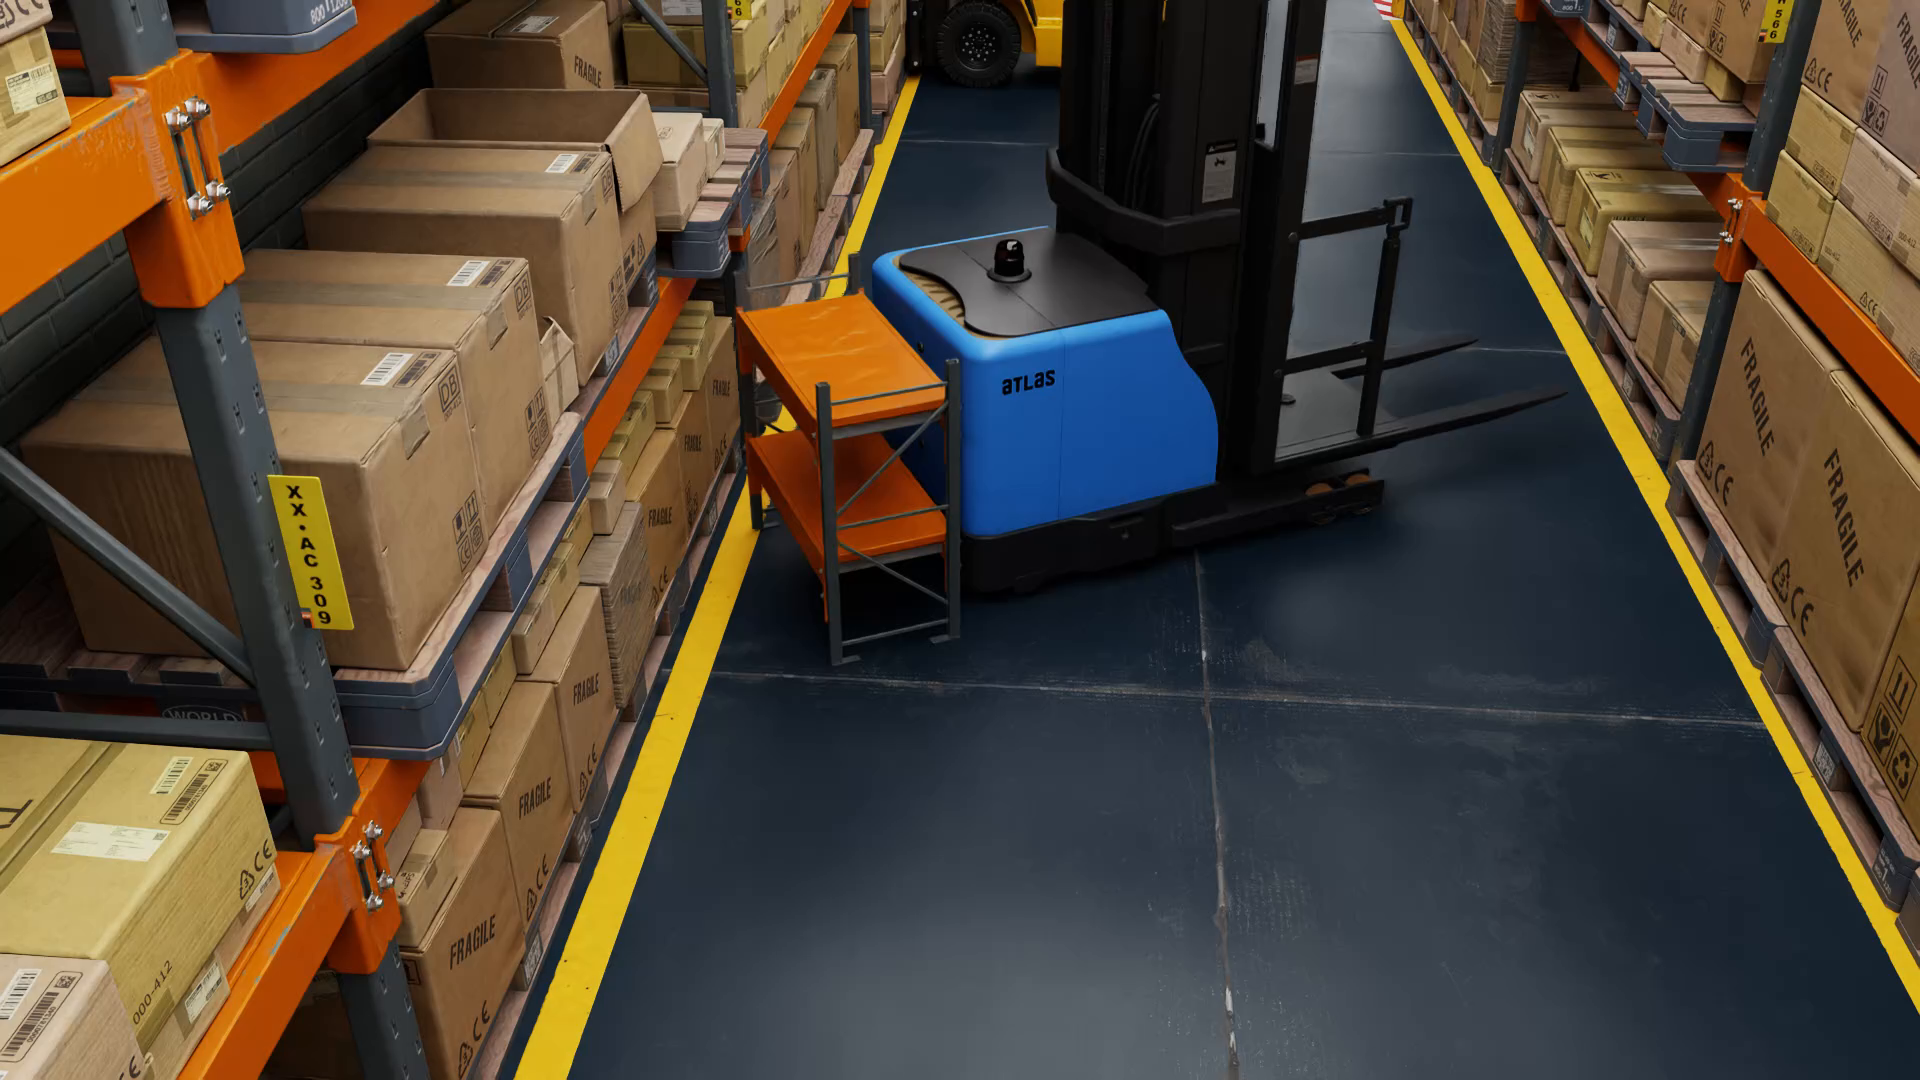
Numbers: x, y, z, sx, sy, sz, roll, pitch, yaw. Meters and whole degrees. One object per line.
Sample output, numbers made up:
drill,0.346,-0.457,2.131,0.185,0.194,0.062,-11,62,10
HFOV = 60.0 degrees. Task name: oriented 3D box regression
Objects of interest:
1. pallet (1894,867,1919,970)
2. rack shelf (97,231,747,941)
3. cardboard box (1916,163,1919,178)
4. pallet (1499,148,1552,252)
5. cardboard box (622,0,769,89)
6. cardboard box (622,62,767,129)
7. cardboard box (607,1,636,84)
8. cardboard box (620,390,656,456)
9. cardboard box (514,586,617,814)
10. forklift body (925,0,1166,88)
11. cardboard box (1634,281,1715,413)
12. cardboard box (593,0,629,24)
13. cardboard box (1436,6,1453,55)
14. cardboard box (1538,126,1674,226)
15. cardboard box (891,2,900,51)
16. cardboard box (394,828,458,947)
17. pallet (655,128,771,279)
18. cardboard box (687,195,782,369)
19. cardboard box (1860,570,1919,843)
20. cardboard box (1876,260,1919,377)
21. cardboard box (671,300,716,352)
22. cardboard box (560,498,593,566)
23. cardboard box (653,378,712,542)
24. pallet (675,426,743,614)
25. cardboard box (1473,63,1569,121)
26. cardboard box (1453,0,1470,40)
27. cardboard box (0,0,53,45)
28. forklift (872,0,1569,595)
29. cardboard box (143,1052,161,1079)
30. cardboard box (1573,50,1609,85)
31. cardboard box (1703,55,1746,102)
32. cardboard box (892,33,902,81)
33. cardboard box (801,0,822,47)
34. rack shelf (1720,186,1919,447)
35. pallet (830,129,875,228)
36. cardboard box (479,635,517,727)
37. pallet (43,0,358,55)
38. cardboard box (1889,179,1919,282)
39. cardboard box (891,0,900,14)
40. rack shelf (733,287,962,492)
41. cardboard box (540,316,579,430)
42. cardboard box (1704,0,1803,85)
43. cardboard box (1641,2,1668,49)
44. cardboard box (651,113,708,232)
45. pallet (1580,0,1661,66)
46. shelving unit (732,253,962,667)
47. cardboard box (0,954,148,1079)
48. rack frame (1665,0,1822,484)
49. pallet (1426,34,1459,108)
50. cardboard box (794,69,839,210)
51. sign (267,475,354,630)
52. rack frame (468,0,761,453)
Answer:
pallet,3.212,1.366,4.332,1.003,0.211,1.213,2,32,4
rack shelf,-1.560,-0.364,5.167,1.077,0.370,4.000,2,32,4
cardboard box,3.178,-1.197,4.785,0.500,0.500,0.500,3,32,5
pallet,3.814,-2.003,9.799,1.003,0.211,1.213,2,32,4
cardboard box,-1.093,-2.085,6.941,0.500,0.250,0.500,2,32,4
cardboard box,-1.118,-1.874,7.074,0.500,0.250,0.500,3,32,4
cardboard box,-1.638,-2.111,6.984,0.500,0.250,0.500,3,32,5
cardboard box,-1.309,-0.422,5.939,0.380,0.149,0.250,3,32,5
cardboard box,-1.381,0.478,5.097,0.500,0.500,0.500,2,32,3
forklift body,0.918,-4.468,11.950,2.313,2.155,1.214,2,32,4
cardboard box,3.606,-0.861,7.392,0.950,0.372,0.625,0,32,1
cardboard box,-1.573,-2.213,6.769,0.380,0.149,0.250,3,32,6
cardboard box,3.779,-3.735,12.172,0.500,0.250,0.500,5,32,7
cardboard box,3.781,-2.007,9.252,0.950,0.372,0.625,4,32,7
cardboard box,-0.686,-3.532,11.366,0.500,0.250,0.500,2,32,4
cardboard box,-1.429,0.809,3.942,0.380,0.149,0.250,4,32,6
pallet,-1.383,-1.277,6.145,1.213,0.211,1.003,2,32,4
cardboard box,-1.333,-1.209,7.716,0.875,0.625,0.625,3,32,6
cardboard box,3.261,0.511,4.686,0.875,0.875,0.875,3,32,5
cardboard box,3.187,-0.653,5.094,0.500,0.250,0.500,3,32,6
cardboard box,-1.185,-0.837,6.614,0.380,0.149,0.250,1,32,2
cardboard box,-1.392,-0.019,5.286,0.380,0.149,0.250,3,32,4
cardboard box,-1.269,-0.339,6.423,0.500,0.500,0.500,2,32,3
pallet,-1.496,-0.140,6.776,1.003,0.211,1.213,2,32,4
cardboard box,3.656,-2.926,10.860,0.500,0.250,0.500,4,32,6
cardboard box,3.737,-3.778,11.528,0.500,0.500,0.500,4,32,7
cardboard box,-1.513,-0.701,2.029,0.500,0.250,0.500,3,32,4
forklift,1.199,-1.550,6.471,3.031,2.935,1.130,-14,34,-21
cardboard box,-1.494,0.934,2.614,0.380,0.149,0.250,3,32,5
cardboard box,4.193,-3.222,10.625,0.500,0.500,0.500,4,32,6
cardboard box,3.292,-1.902,6.817,0.380,0.149,0.250,3,32,5
cardboard box,-0.676,-3.321,11.500,0.500,0.250,0.500,2,32,3
cardboard box,-0.993,-2.677,8.378,0.500,0.250,0.500,3,32,6
rack shelf,3.387,-0.154,4.826,1.077,0.370,4.000,2,32,4
pallet,-1.093,-2.233,10.173,1.003,0.211,1.213,2,32,4
cardboard box,-1.465,0.382,4.635,0.380,0.149,0.250,2,32,3
pallet,-1.600,-1.159,3.092,1.213,0.211,1.003,2,32,4
cardboard box,3.167,-0.870,4.969,0.500,0.250,0.500,2,32,4
cardboard box,-0.668,-3.748,11.240,0.500,0.250,0.500,3,32,4
rack shelf,-0.427,-0.573,6.050,0.538,0.278,1.000,-12,34,-19
cardboard box,-1.227,-0.456,4.358,0.396,0.266,0.258,4,32,6
cardboard box,3.310,-2.103,6.525,0.500,0.500,0.500,2,32,3
cardboard box,3.305,-2.312,7.481,0.380,0.149,0.250,3,32,5
cardboard box,-1.161,-1.265,5.687,0.500,0.250,0.500,1,32,2
pallet,3.671,-2.461,8.067,1.003,0.211,1.213,2,32,4
shelving unit,-0.427,-0.324,6.203,0.538,1.125,1.048,-12,34,-19
cardboard box,-1.547,0.852,2.367,0.500,0.250,0.500,3,32,4
rack frame,3.550,-1.506,6.334,1.000,3.000,0.127,2,32,4
pallet,3.992,-3.403,12.070,1.003,0.211,1.213,2,32,4
cardboard box,-1.174,-2.296,9.480,0.875,0.625,0.625,2,32,3
sign,-1.182,0.026,3.023,0.100,0.325,0.005,2,32,4
rack frame,-1.397,-1.716,6.675,1.000,3.000,0.127,2,32,4
